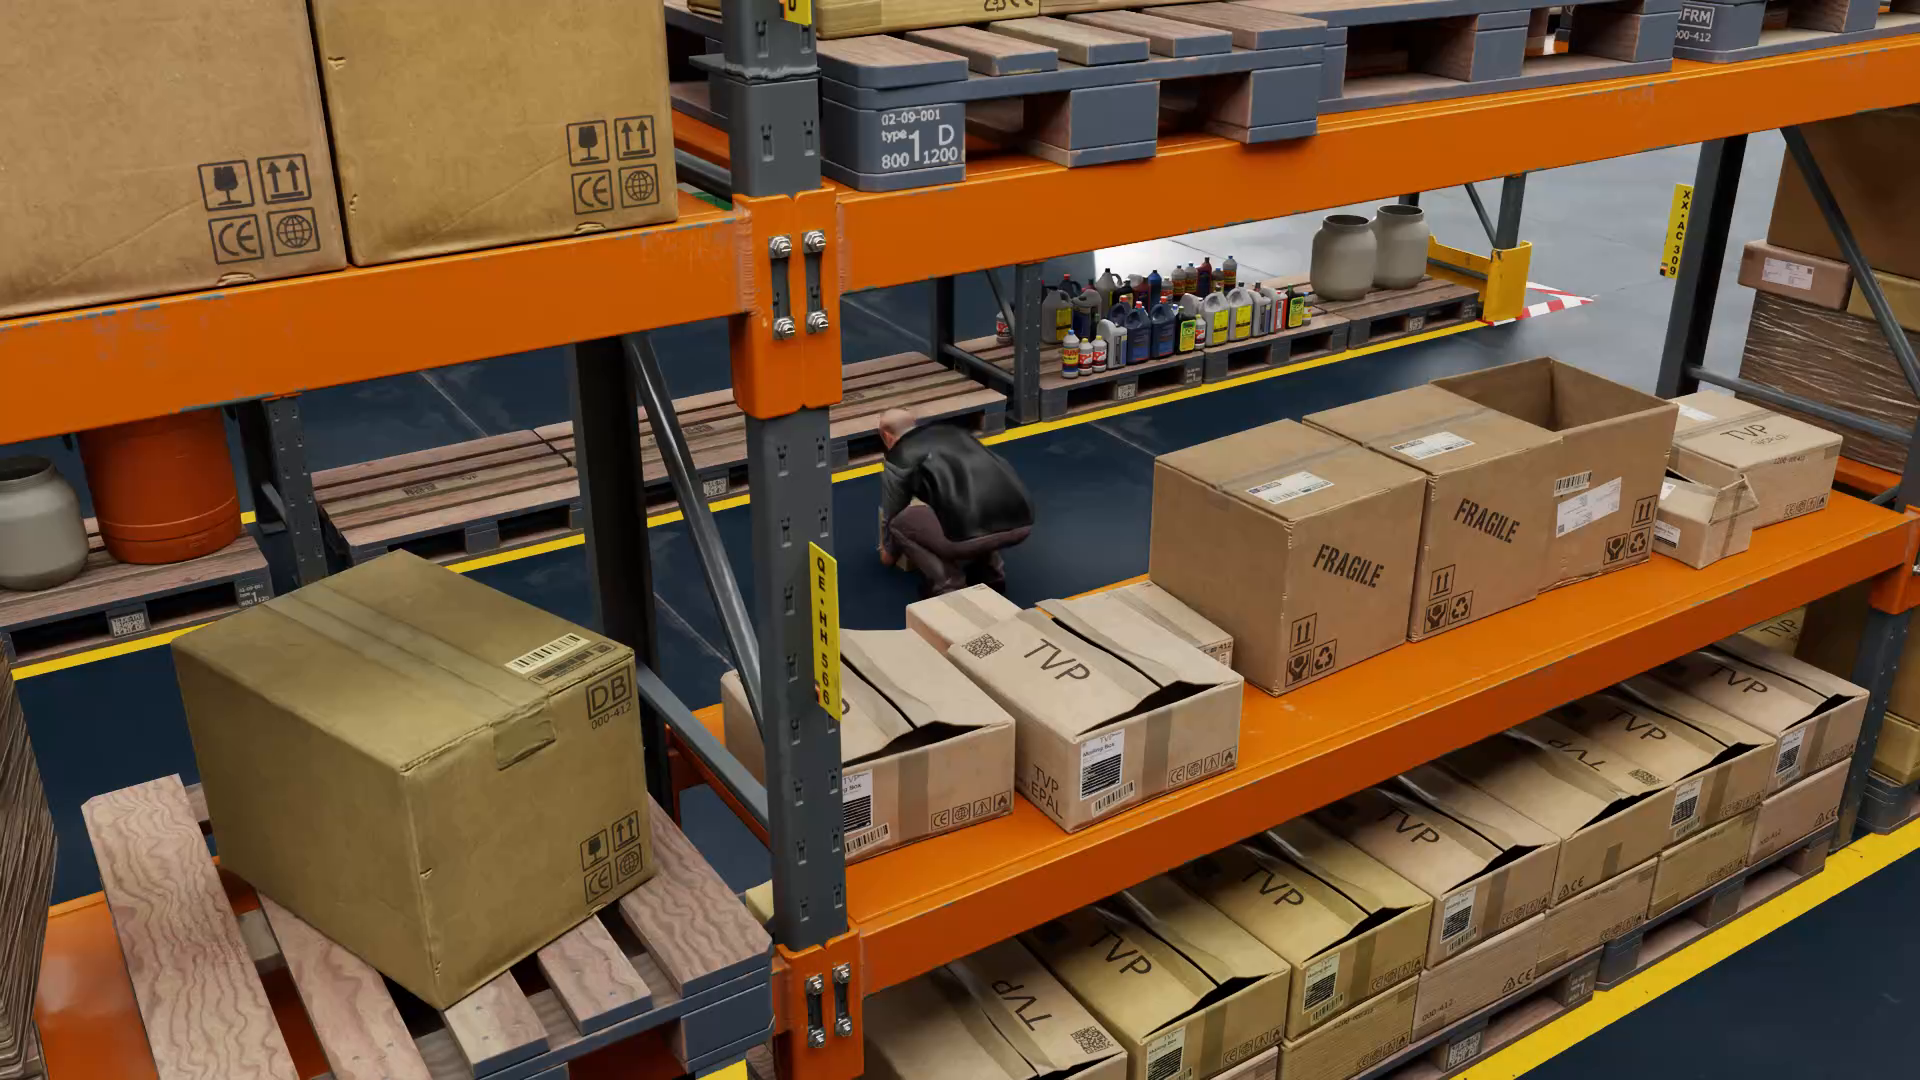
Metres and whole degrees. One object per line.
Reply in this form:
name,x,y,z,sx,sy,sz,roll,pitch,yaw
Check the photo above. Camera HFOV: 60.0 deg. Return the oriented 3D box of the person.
person,-0.058,-0.111,7.619,0.519,0.822,0.907,-16,29,-30
